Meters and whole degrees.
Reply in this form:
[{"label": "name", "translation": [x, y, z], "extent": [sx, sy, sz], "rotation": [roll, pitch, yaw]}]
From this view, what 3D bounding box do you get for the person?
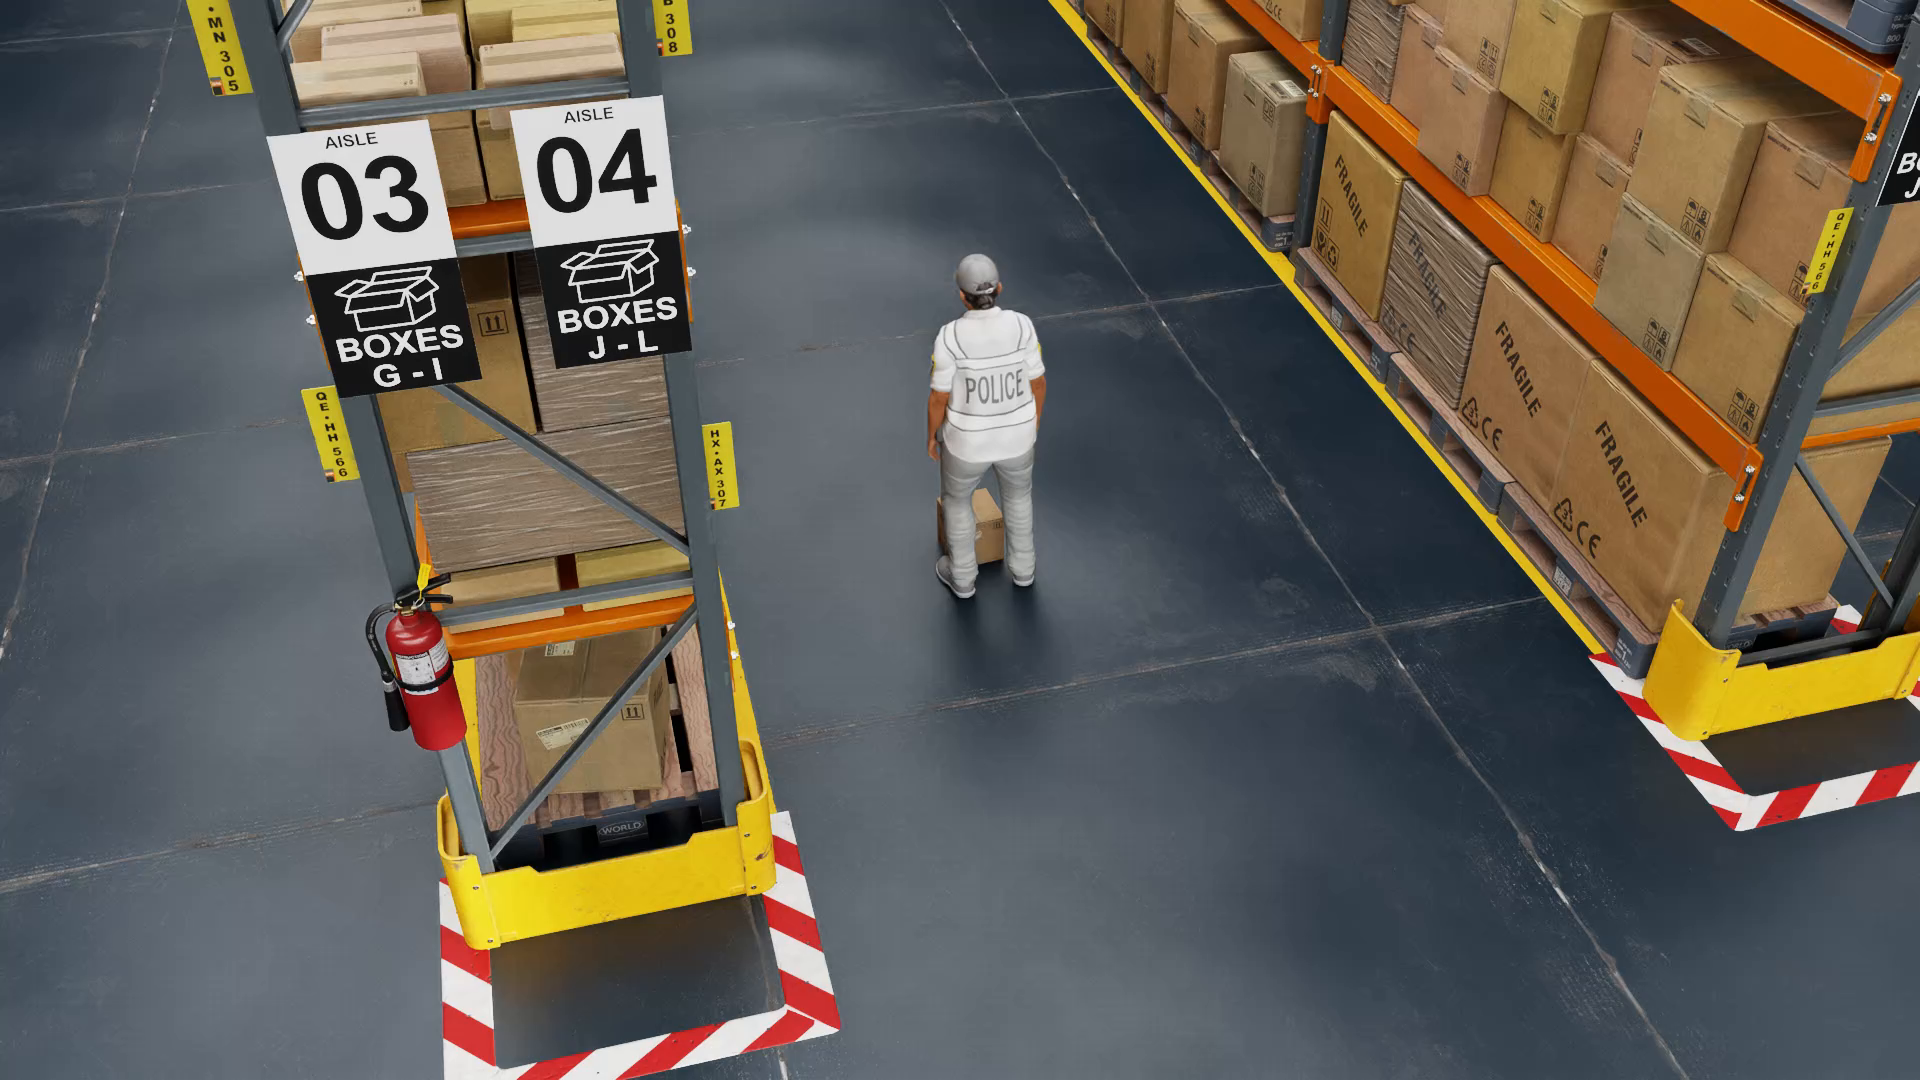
[{"label": "person", "translation": [0.114, -0.478, 7.311], "extent": [0.540, 1.667, 0.467], "rotation": [-9, 39, -12]}]
